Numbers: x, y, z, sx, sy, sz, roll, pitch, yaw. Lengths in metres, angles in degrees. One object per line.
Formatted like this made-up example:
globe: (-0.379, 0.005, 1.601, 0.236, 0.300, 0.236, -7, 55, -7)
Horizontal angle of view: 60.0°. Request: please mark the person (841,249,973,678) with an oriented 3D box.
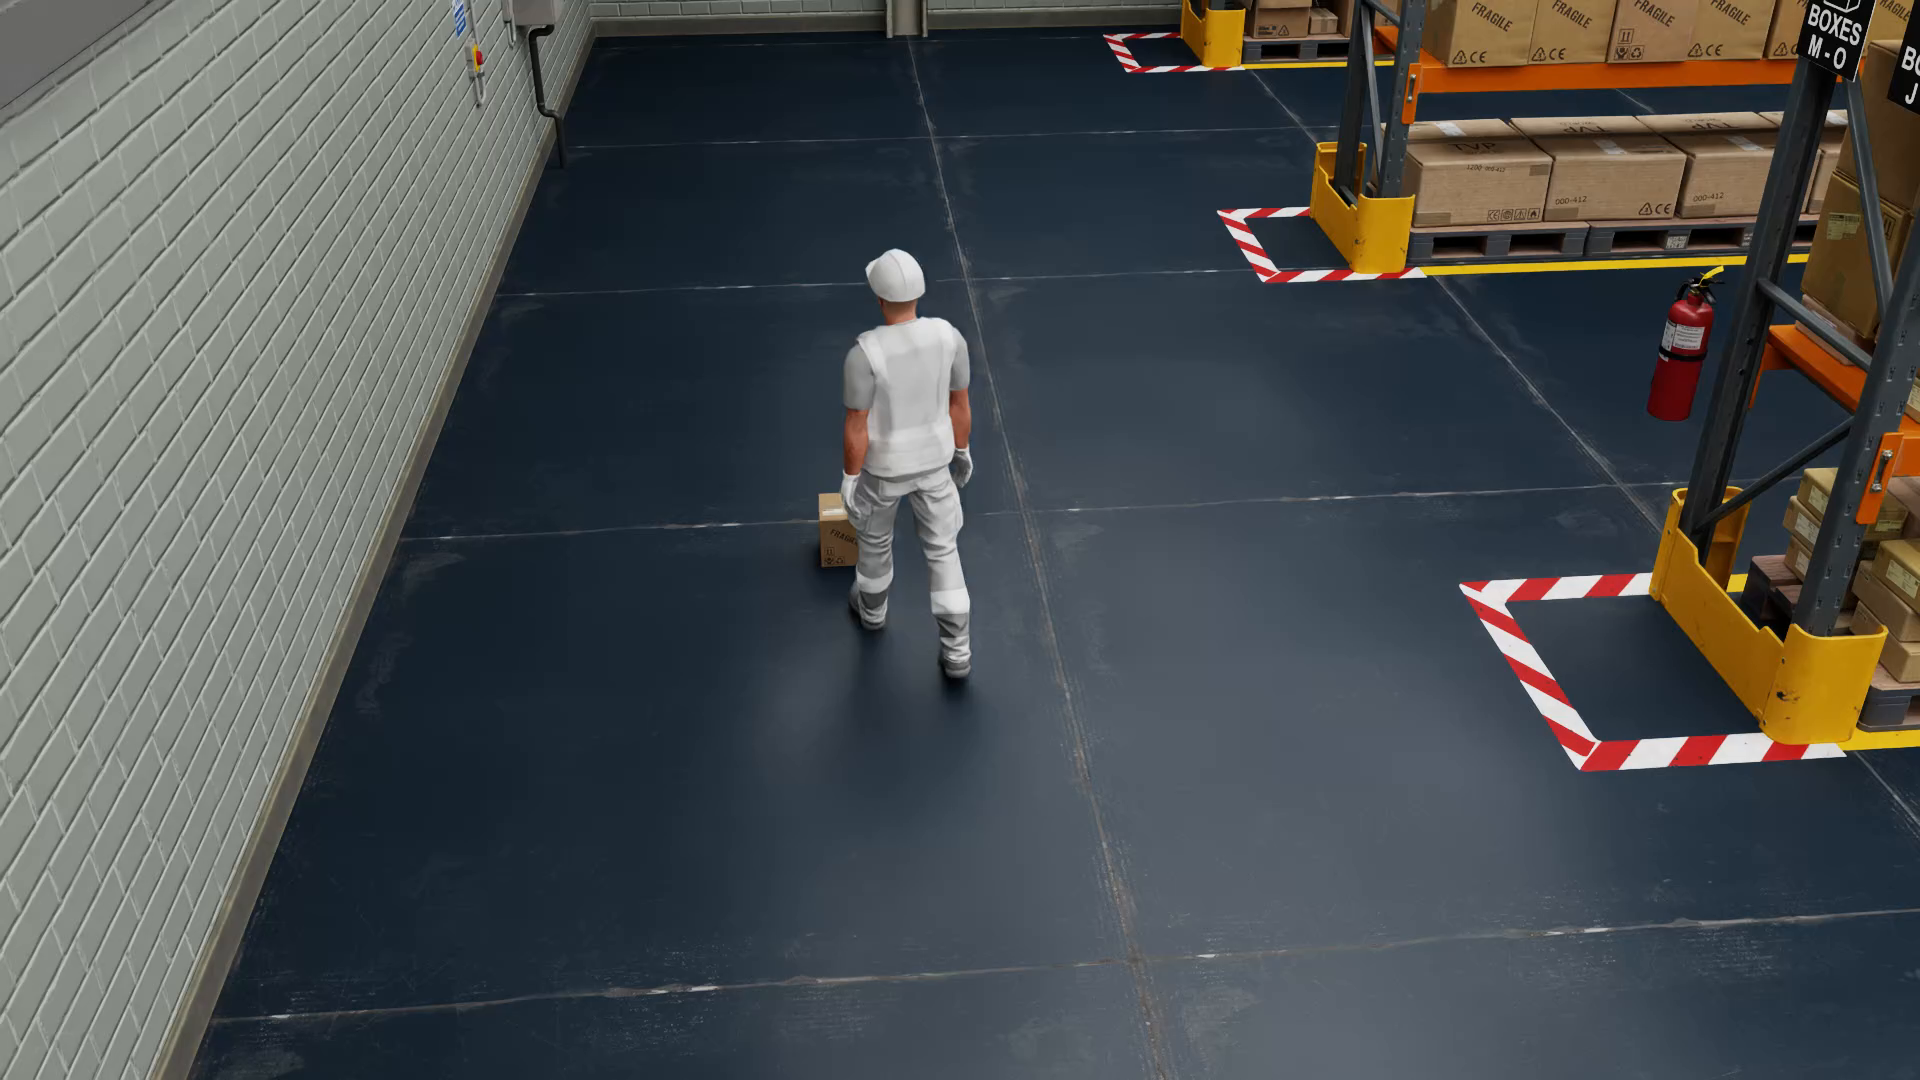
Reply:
person: (-0.233, -0.326, 6.662, 0.571, 1.784, 0.837, -12, 33, -19)
